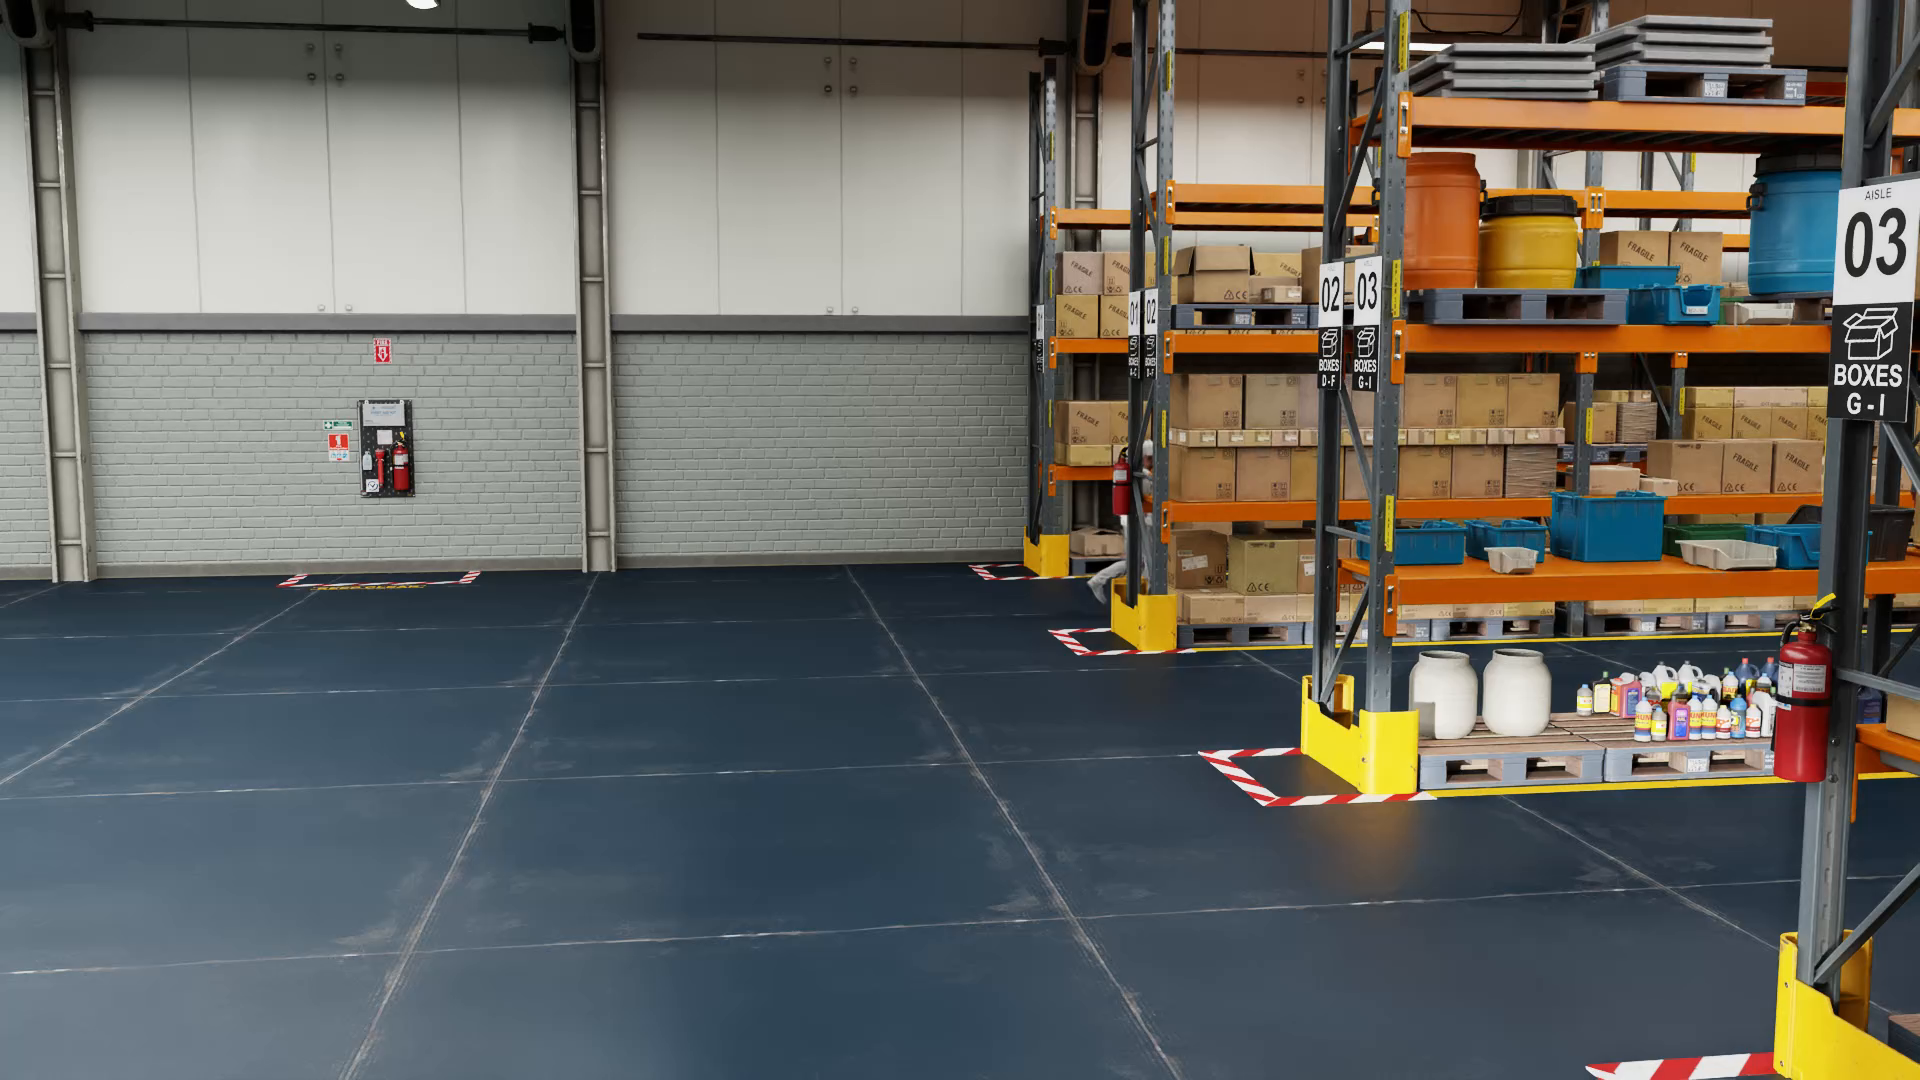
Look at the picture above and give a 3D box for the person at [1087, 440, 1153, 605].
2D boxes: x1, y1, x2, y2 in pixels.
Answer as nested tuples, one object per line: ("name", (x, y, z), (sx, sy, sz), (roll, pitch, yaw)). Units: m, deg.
("person", (1.733, -0.133, 16.810), (0.872, 1.760, 0.561), (-1, 6, -7))
